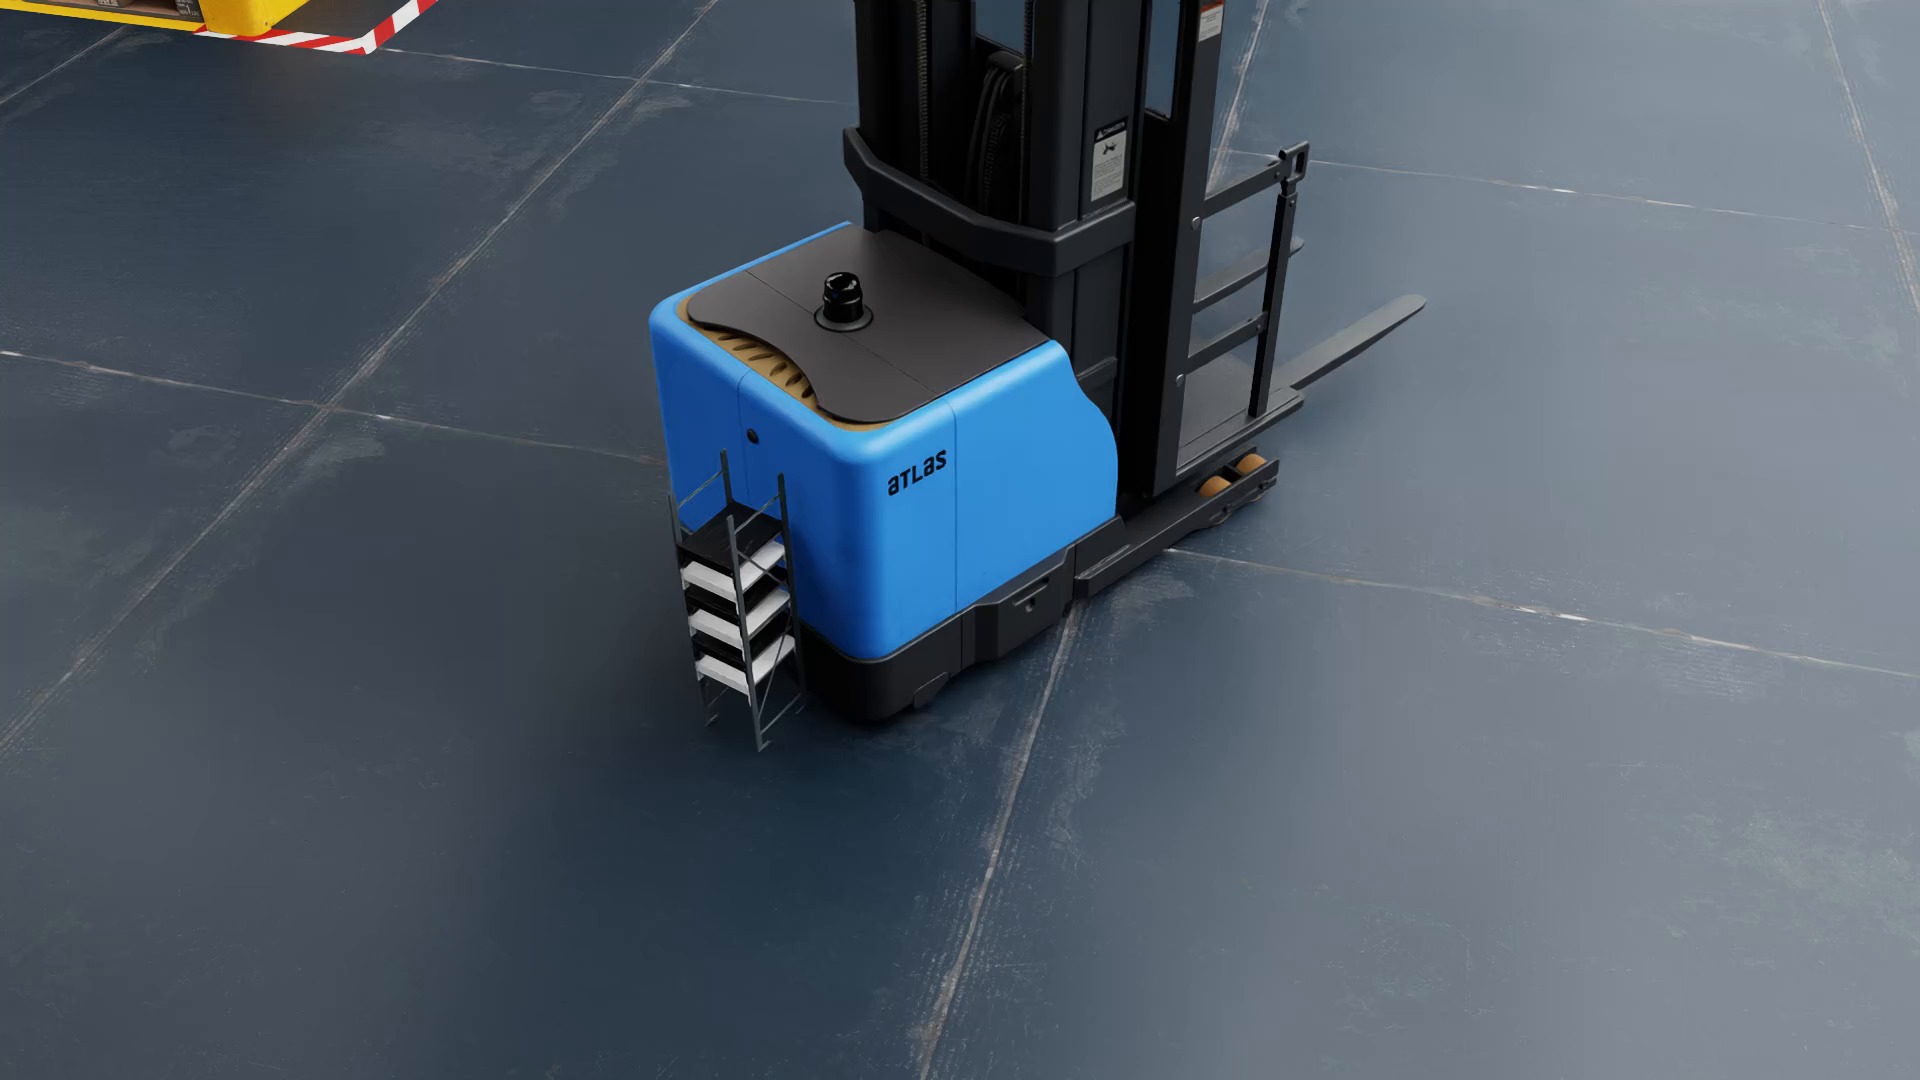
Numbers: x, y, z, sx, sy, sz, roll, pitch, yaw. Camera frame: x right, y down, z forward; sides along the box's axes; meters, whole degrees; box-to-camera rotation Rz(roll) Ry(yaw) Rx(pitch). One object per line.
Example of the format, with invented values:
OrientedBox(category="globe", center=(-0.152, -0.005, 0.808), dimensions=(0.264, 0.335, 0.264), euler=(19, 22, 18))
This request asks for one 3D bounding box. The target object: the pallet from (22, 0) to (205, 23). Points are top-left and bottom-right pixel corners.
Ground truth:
OrientedBox(category="pallet", center=(-4.589, -3.321, 9.541), dimensions=(1.213, 0.211, 1.003), euler=(10, 41, 11))

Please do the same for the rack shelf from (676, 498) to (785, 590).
OrientedBox(category="rack shelf", center=(-0.635, 0.009, 4.668), dimensions=(0.200, 0.077, 0.258), euler=(22, 45, 26))

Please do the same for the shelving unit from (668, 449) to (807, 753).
OrientedBox(category="shelving unit", center=(-0.631, 0.192, 4.819), dimensions=(0.210, 0.900, 0.258), euler=(22, 45, 26))

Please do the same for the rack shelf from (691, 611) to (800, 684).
OrientedBox(category="rack shelf", center=(-0.629, 0.287, 4.898), dimensions=(0.200, 0.077, 0.258), euler=(22, 45, 26))

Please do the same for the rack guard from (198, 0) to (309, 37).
OrientedBox(category="rack guard", center=(-3.806, -3.294, 9.283), dimensions=(0.348, 0.500, 1.175), euler=(10, 41, 11))

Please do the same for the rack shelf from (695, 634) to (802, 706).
OrientedBox(category="rack shelf", center=(-0.628, 0.356, 4.955), dimensions=(0.200, 0.077, 0.258), euler=(22, 45, 26))

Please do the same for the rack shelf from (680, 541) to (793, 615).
OrientedBox(category="rack shelf", center=(-0.633, 0.079, 4.726), dimensions=(0.200, 0.077, 0.258), euler=(22, 45, 26))

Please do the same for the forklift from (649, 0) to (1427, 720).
OrientedBox(category="forklift", center=(0.492, -1.401, 5.139), dimensions=(3.031, 2.935, 1.130), euler=(-30, 49, -31))

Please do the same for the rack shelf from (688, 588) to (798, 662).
OrientedBox(category="rack shelf", center=(-0.631, 0.217, 4.840), dimensions=(0.200, 0.077, 0.258), euler=(22, 45, 26))

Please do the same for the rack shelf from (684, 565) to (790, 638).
OrientedBox(category="rack shelf", center=(-0.632, 0.148, 4.783), dimensions=(0.200, 0.077, 0.258), euler=(22, 45, 26))

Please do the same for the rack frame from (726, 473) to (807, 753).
OrientedBox(category="rack frame", center=(-0.546, 0.226, 4.775), dimensions=(0.006, 0.900, 0.240), euler=(22, 45, 26))

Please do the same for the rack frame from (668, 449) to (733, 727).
OrientedBox(category="rack frame", center=(-0.716, 0.157, 4.863), dimensions=(0.006, 0.900, 0.240), euler=(22, 45, 26))
